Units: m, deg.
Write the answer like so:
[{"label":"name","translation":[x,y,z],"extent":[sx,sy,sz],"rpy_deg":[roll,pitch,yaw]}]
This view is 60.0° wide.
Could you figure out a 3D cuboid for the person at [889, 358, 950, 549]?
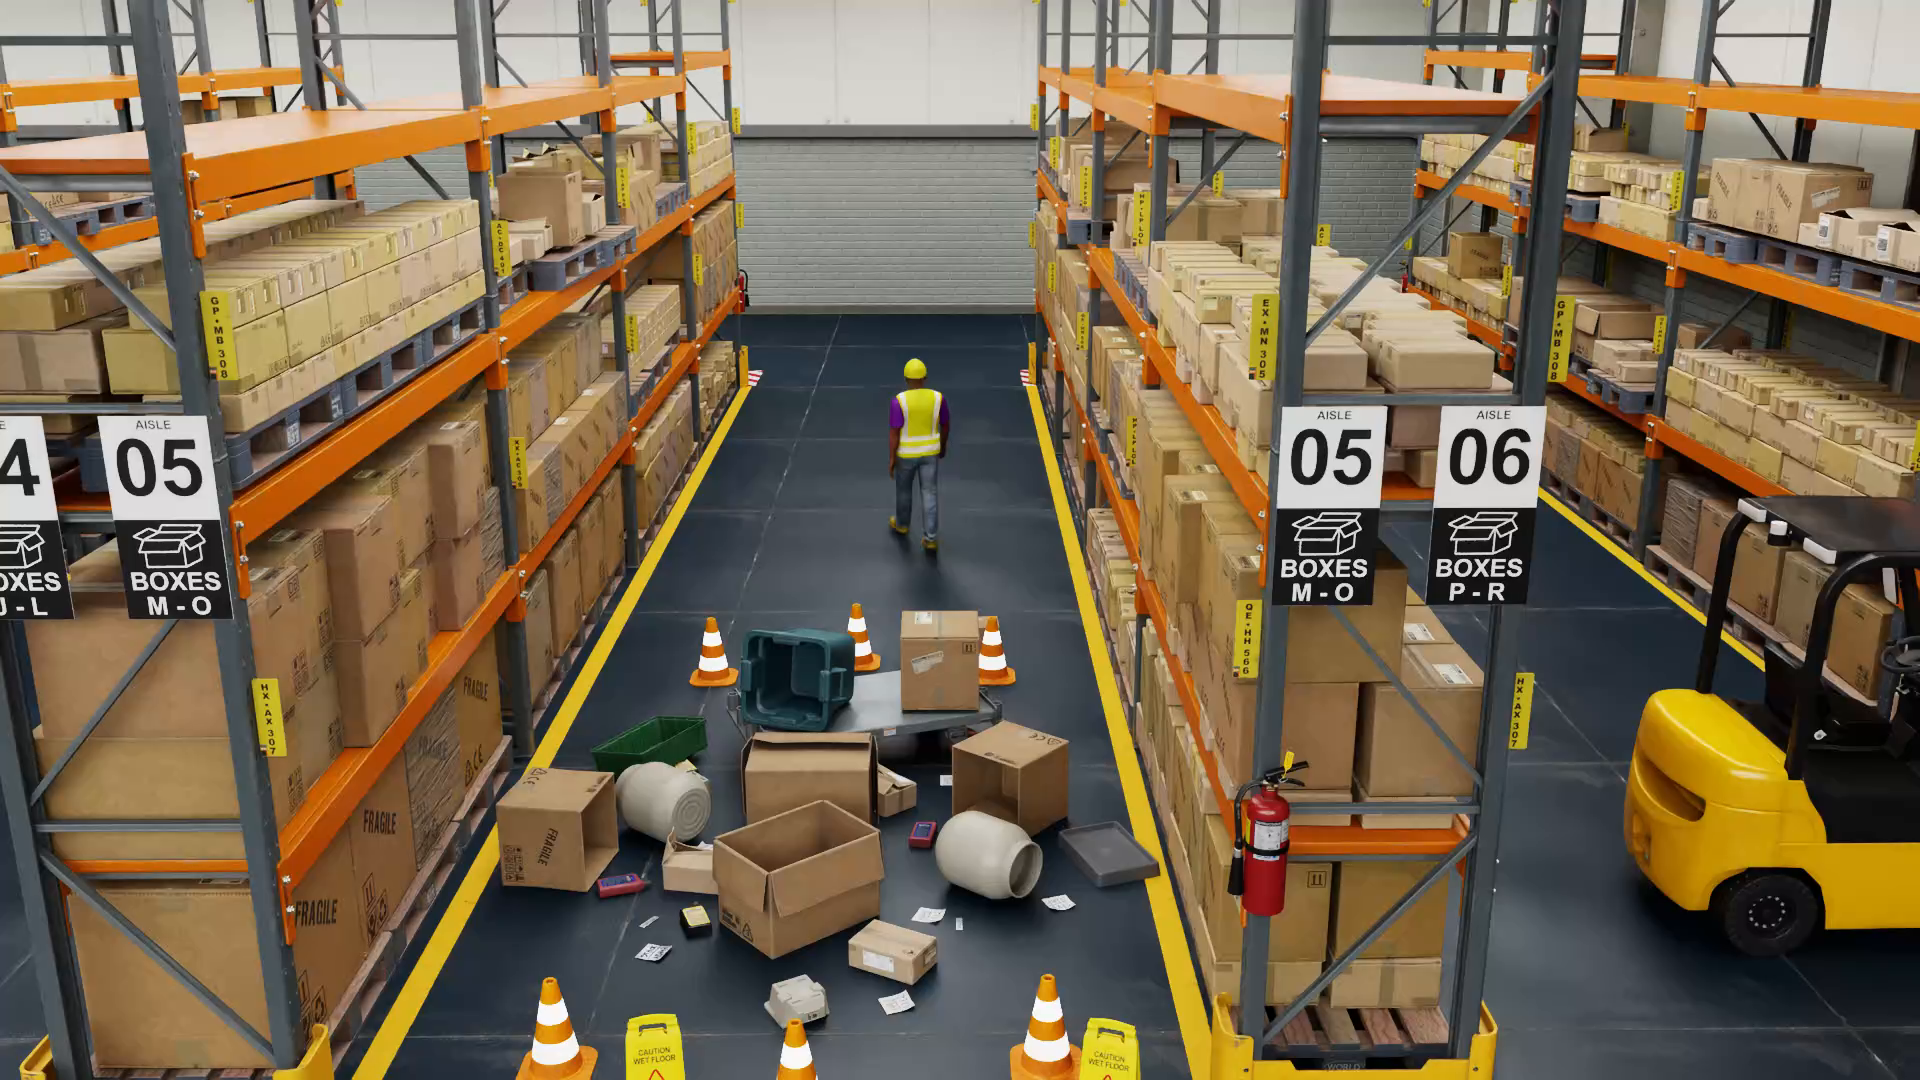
[{"label":"person","translation":[-0.393,-0.827,15.204],"extent":[0.604,1.719,1.031],"rpy_deg":[-4,17,-12]}]
